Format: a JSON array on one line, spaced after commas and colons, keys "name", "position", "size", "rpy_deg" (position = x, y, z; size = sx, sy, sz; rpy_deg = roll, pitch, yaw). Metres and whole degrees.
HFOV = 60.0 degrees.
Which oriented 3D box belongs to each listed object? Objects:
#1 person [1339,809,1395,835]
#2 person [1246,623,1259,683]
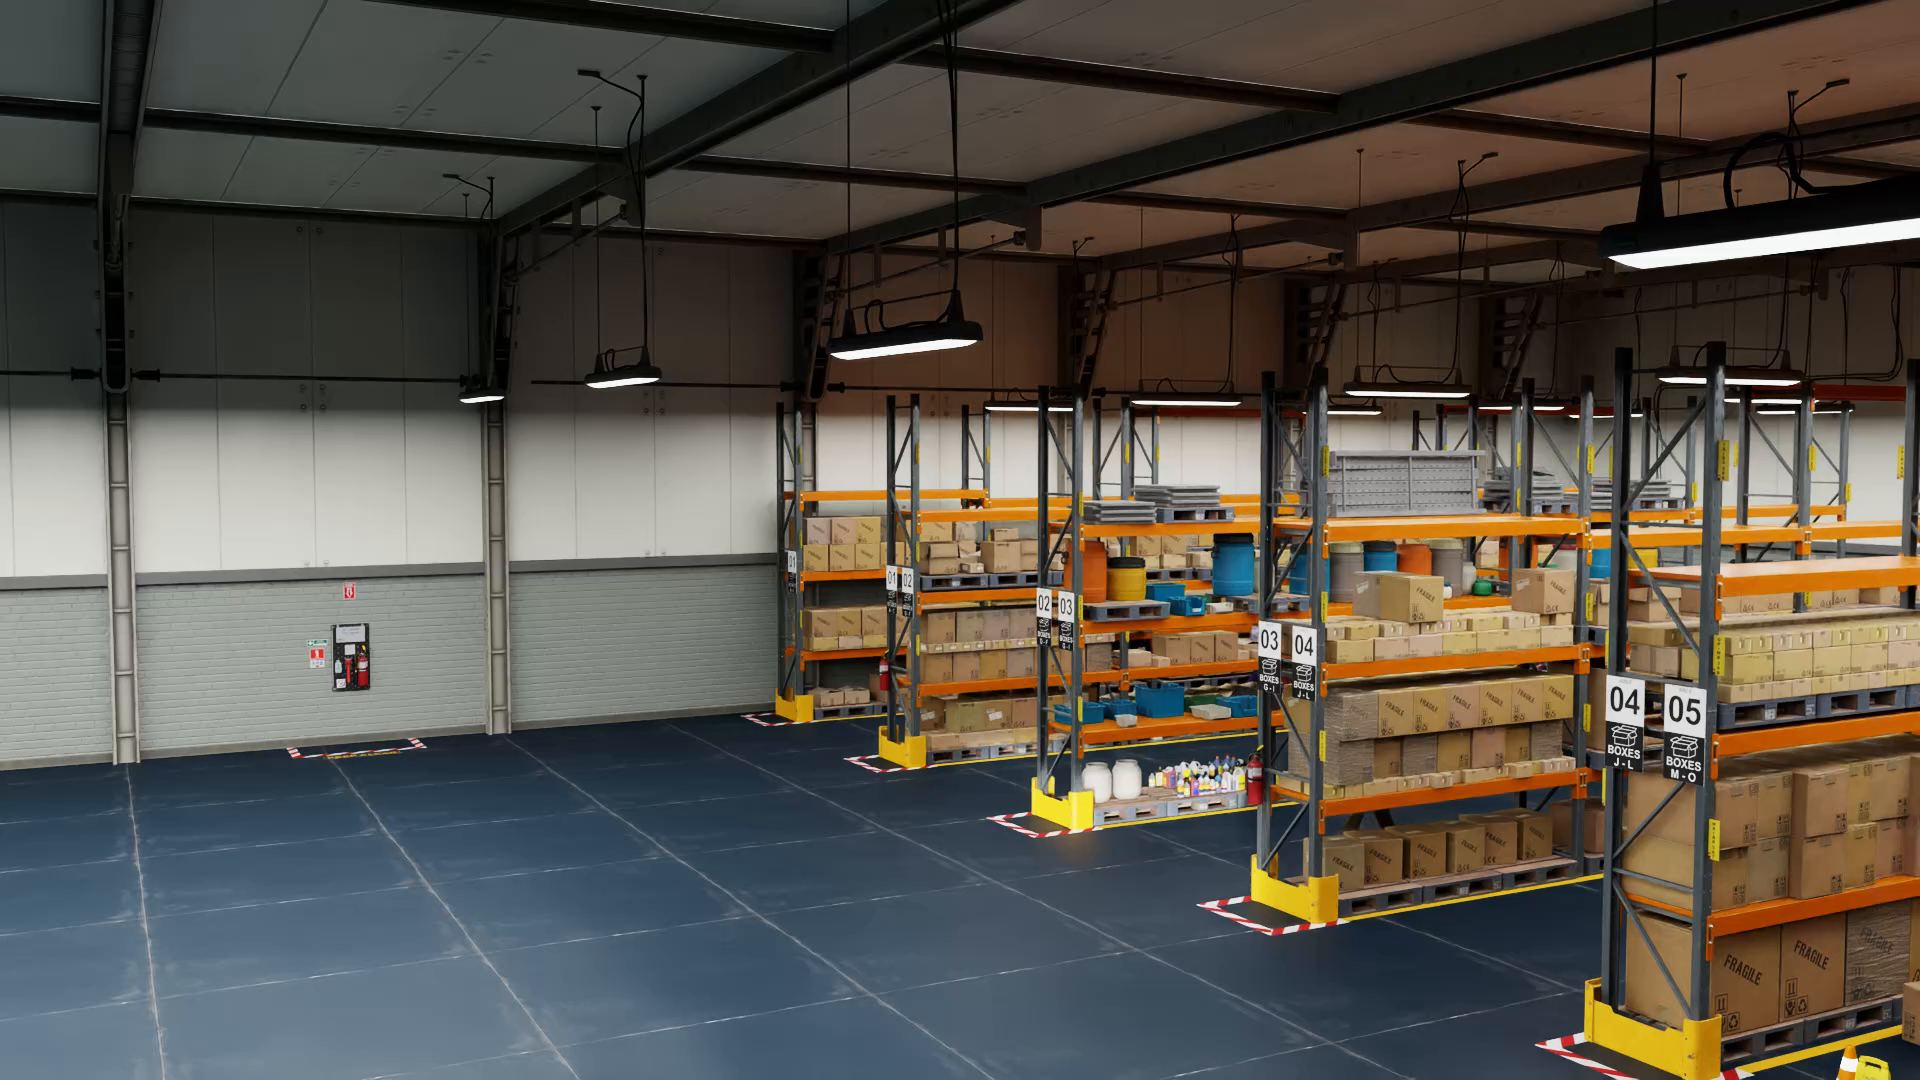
[{"name": "person", "position": [5.244, 3.053, 21.608], "size": [0.996, 1.743, 0.686], "rpy_deg": [0, 3, -8]}, {"name": "person", "position": [6.079, 2.394, 34.363], "size": [0.450, 1.650, 0.516], "rpy_deg": [1, 3, 13]}]
